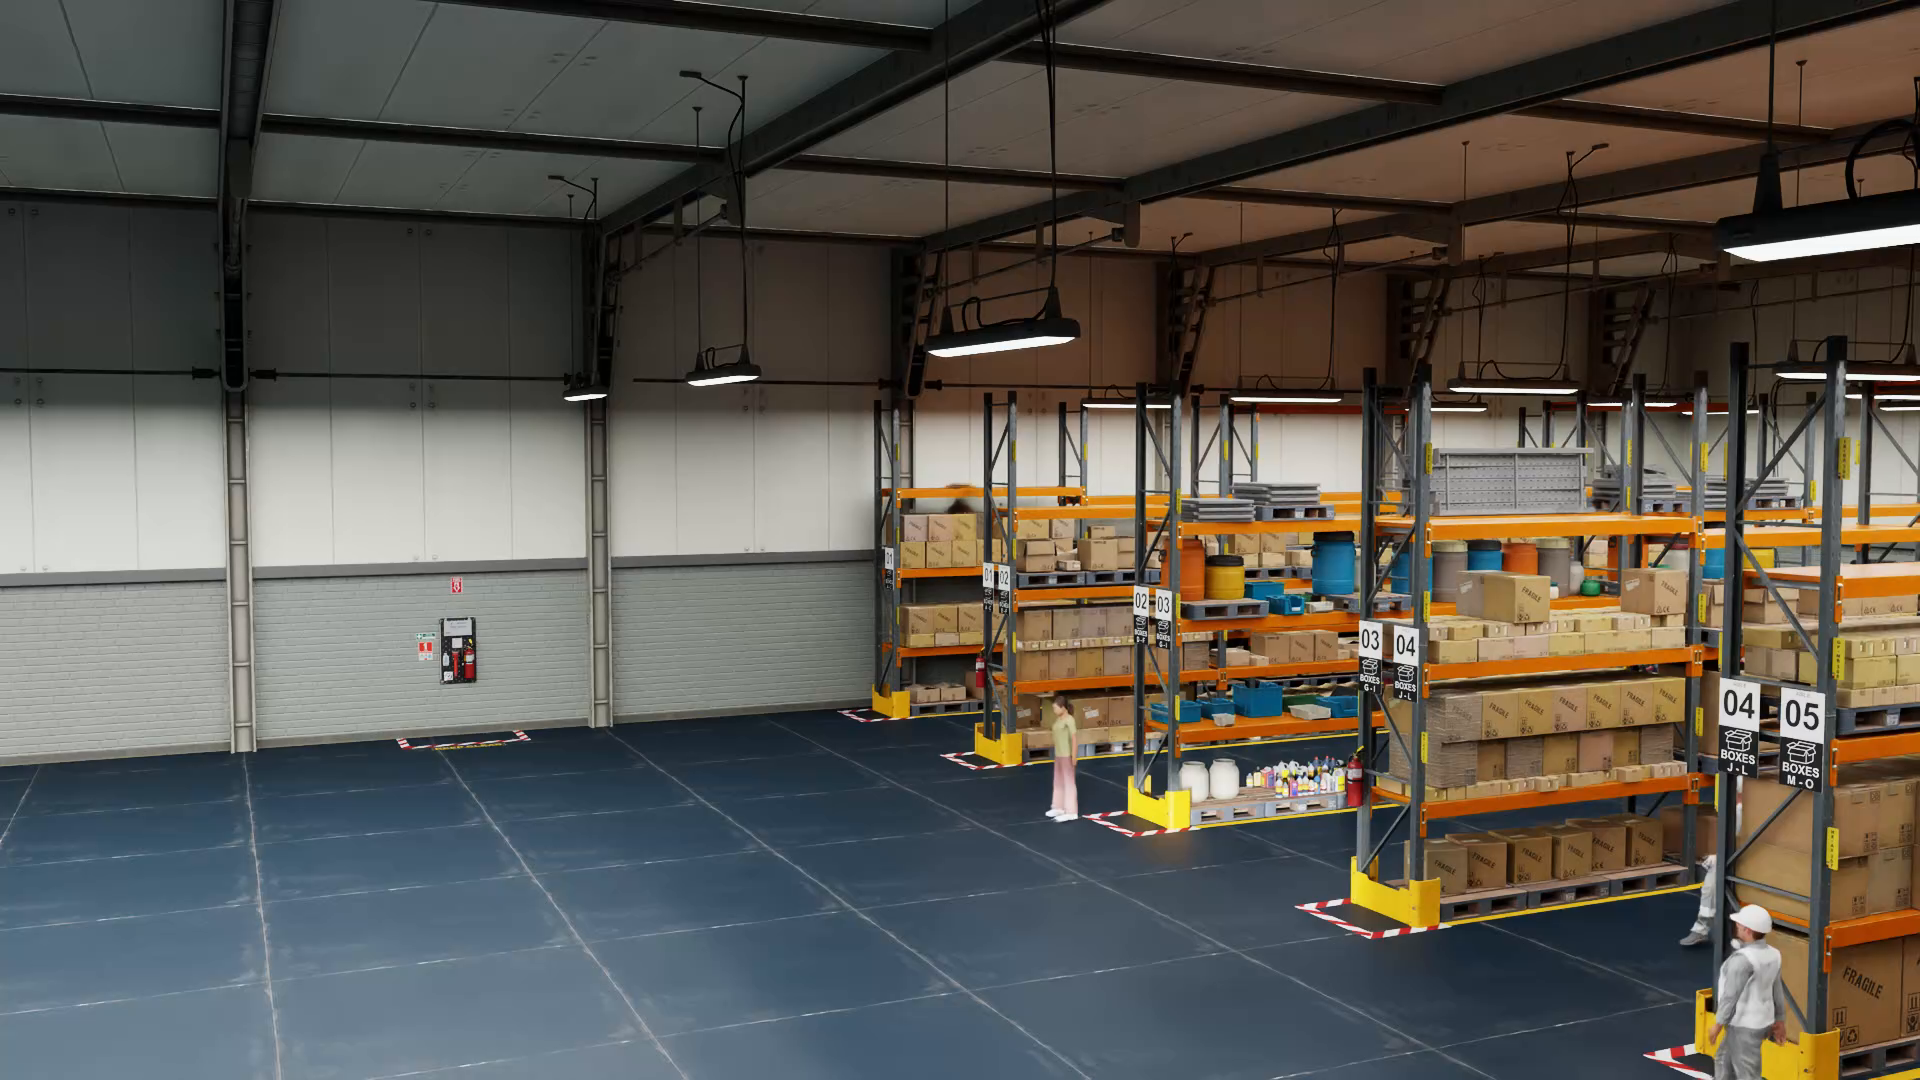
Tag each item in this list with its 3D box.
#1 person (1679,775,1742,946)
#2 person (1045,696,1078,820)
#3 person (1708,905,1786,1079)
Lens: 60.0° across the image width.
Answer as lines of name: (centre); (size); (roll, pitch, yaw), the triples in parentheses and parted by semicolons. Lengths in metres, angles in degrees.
person: (7.844, 3.275, 16.936); (0.861, 1.777, 0.489); (0, 3, -8)
person: (1.404, 2.989, 22.898); (0.403, 1.674, 0.516); (-1, 4, -21)
person: (5.847, 3.577, 12.346); (0.536, 1.746, 0.981); (-3, 5, -44)
